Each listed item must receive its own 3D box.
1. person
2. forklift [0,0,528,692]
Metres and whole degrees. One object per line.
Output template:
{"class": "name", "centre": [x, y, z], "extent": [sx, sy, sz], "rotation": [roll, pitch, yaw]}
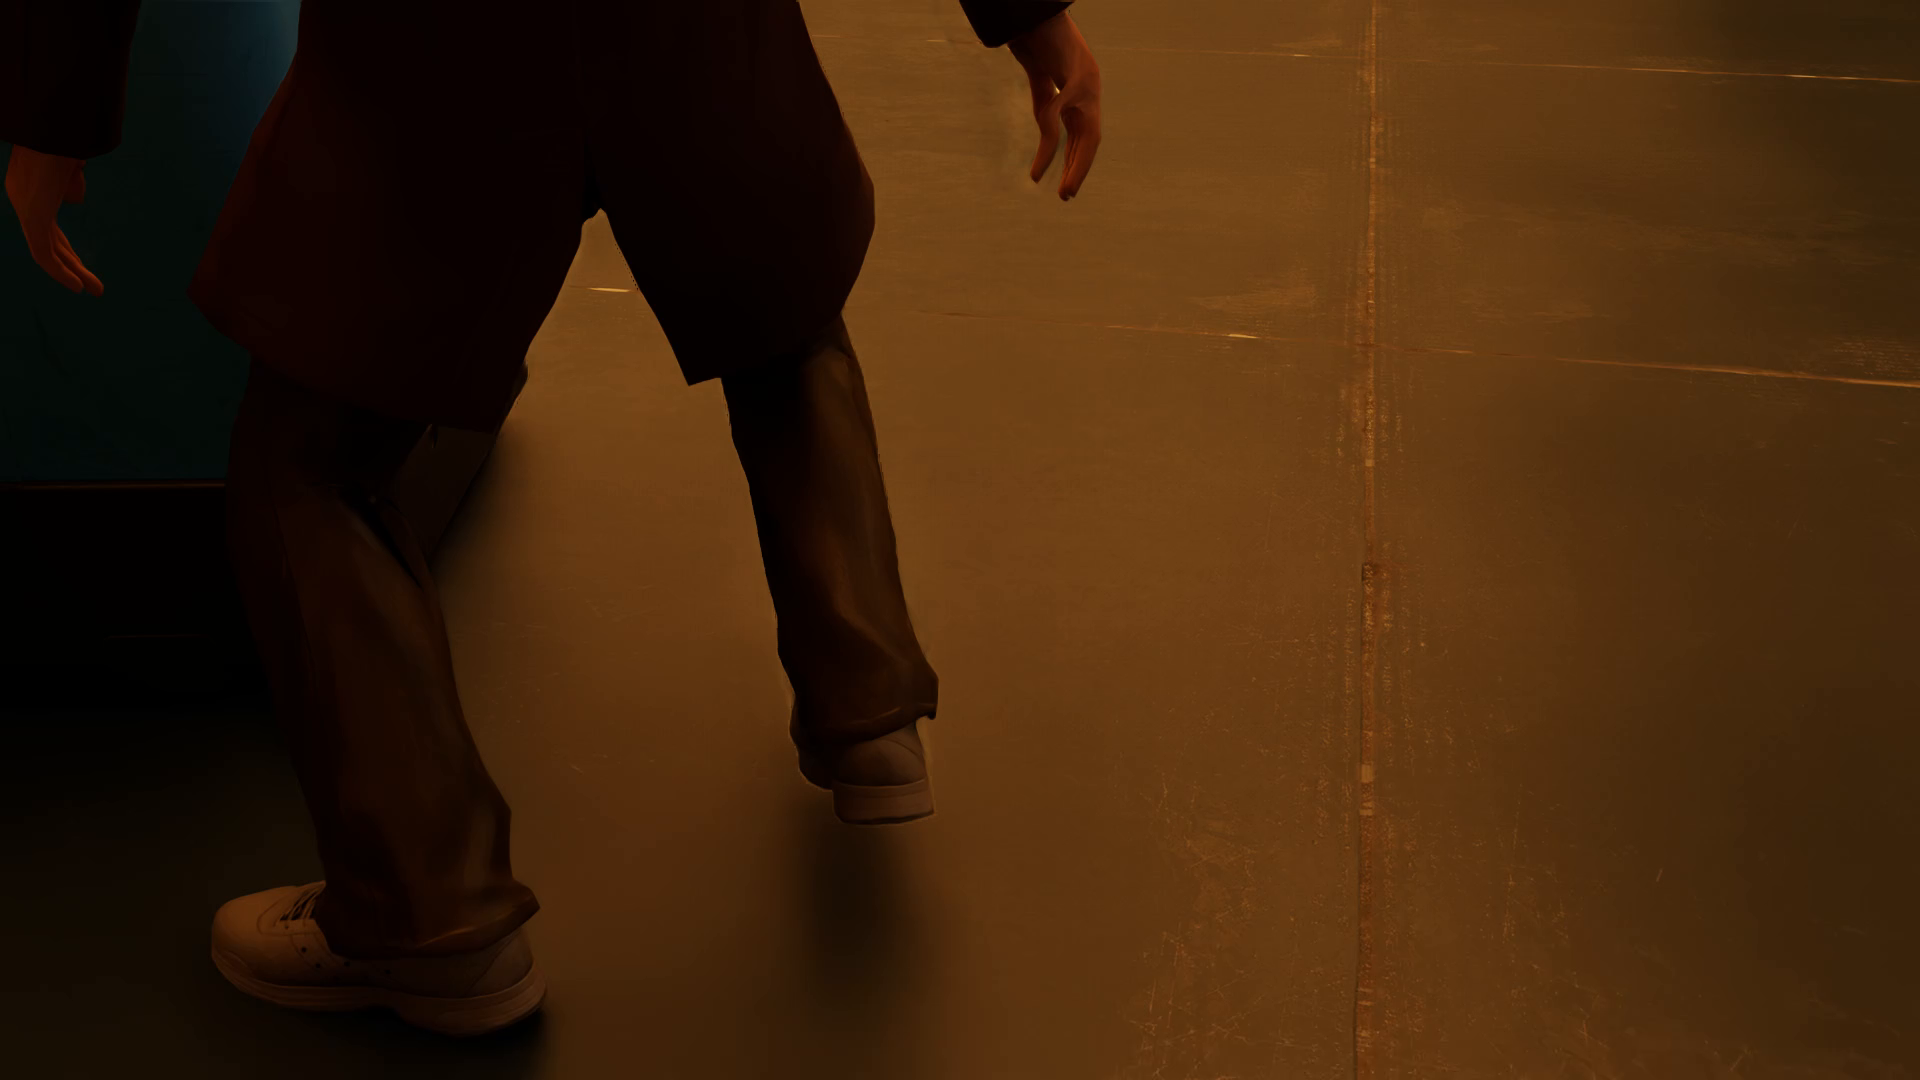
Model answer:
{"class": "person", "centre": [-0.346, -0.411, 1.472], "extent": [0.950, 1.681, 0.558], "rotation": [-9, 28, -17]}
{"class": "forklift", "centre": [-2.253, -1.310, 1.843], "extent": [3.031, 2.935, 1.130], "rotation": [-1, 27, -2]}
